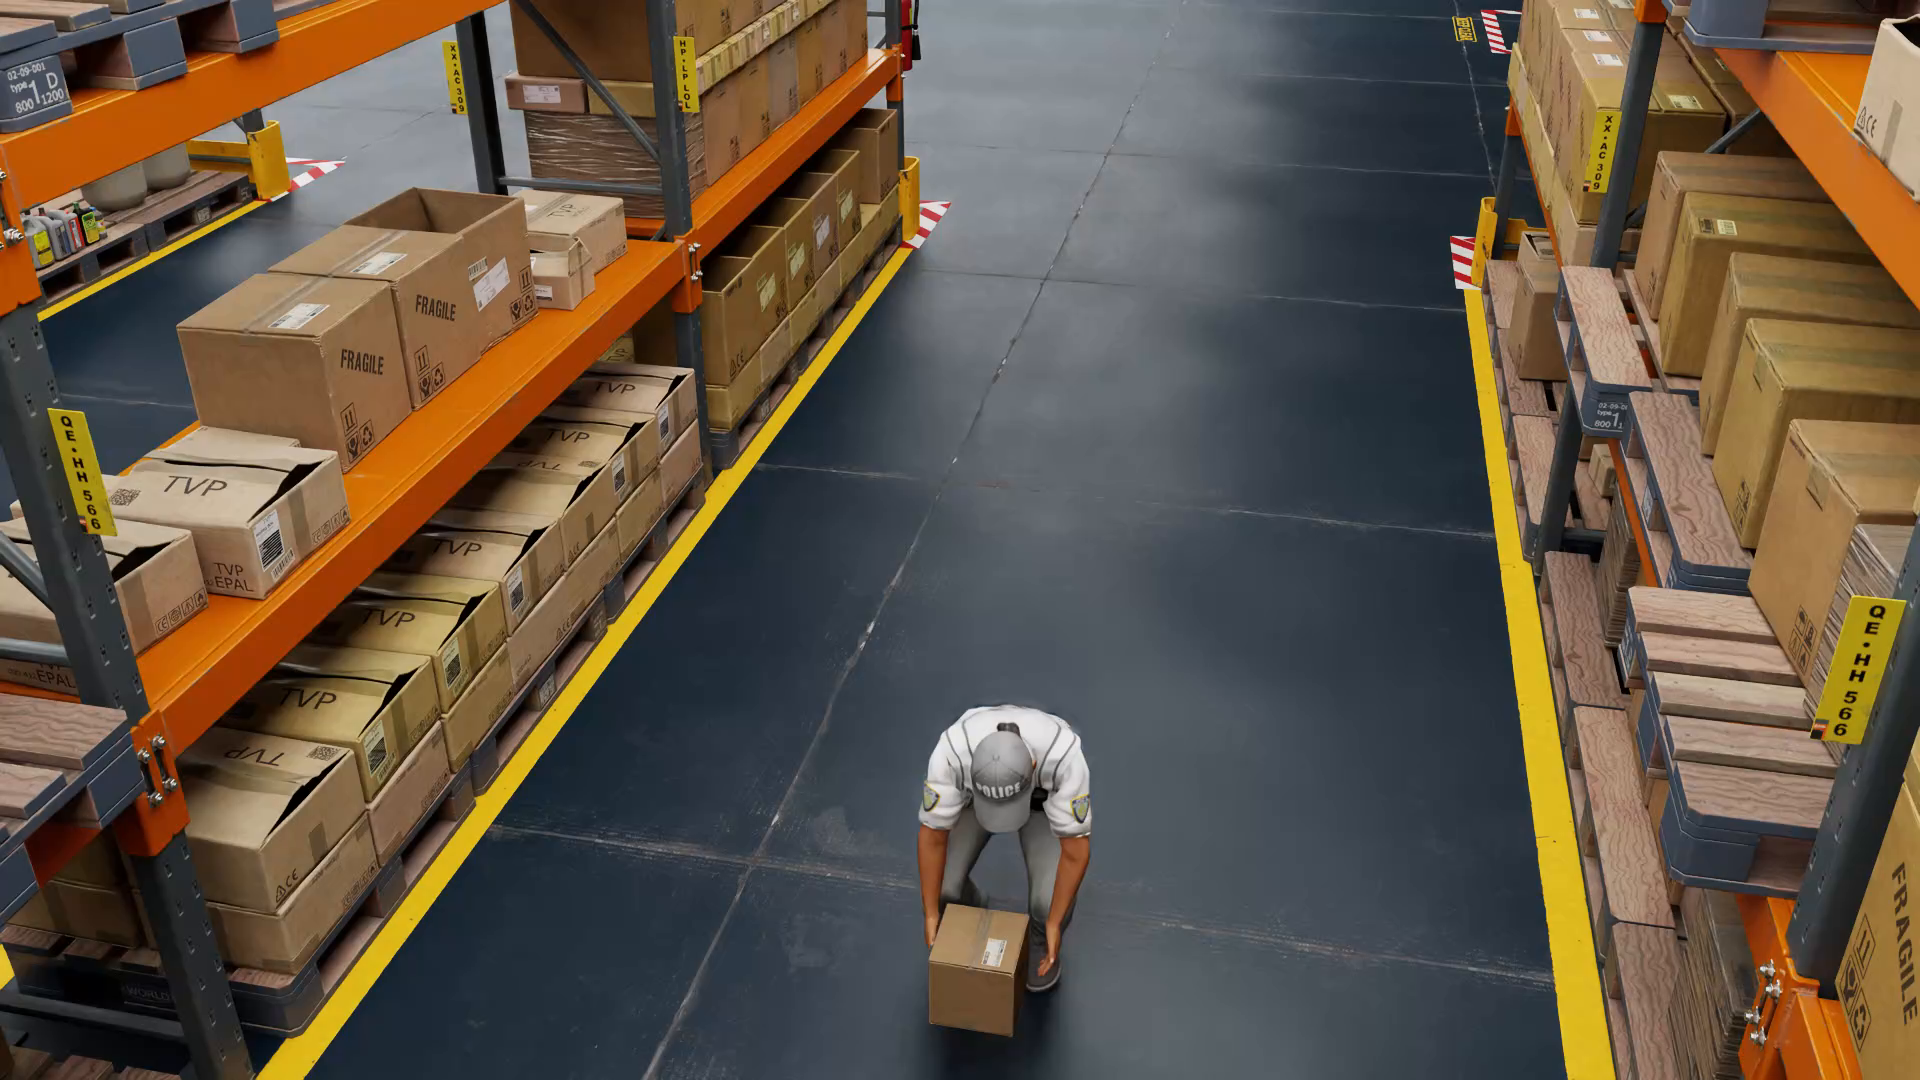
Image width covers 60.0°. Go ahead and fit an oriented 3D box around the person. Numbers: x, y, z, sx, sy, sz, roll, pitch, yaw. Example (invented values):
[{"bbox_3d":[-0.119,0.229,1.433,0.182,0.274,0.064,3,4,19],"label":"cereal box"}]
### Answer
[{"bbox_3d":[0.153,0.889,5.100,0.537,1.108,0.826,6,30,10],"label":"person"}]
